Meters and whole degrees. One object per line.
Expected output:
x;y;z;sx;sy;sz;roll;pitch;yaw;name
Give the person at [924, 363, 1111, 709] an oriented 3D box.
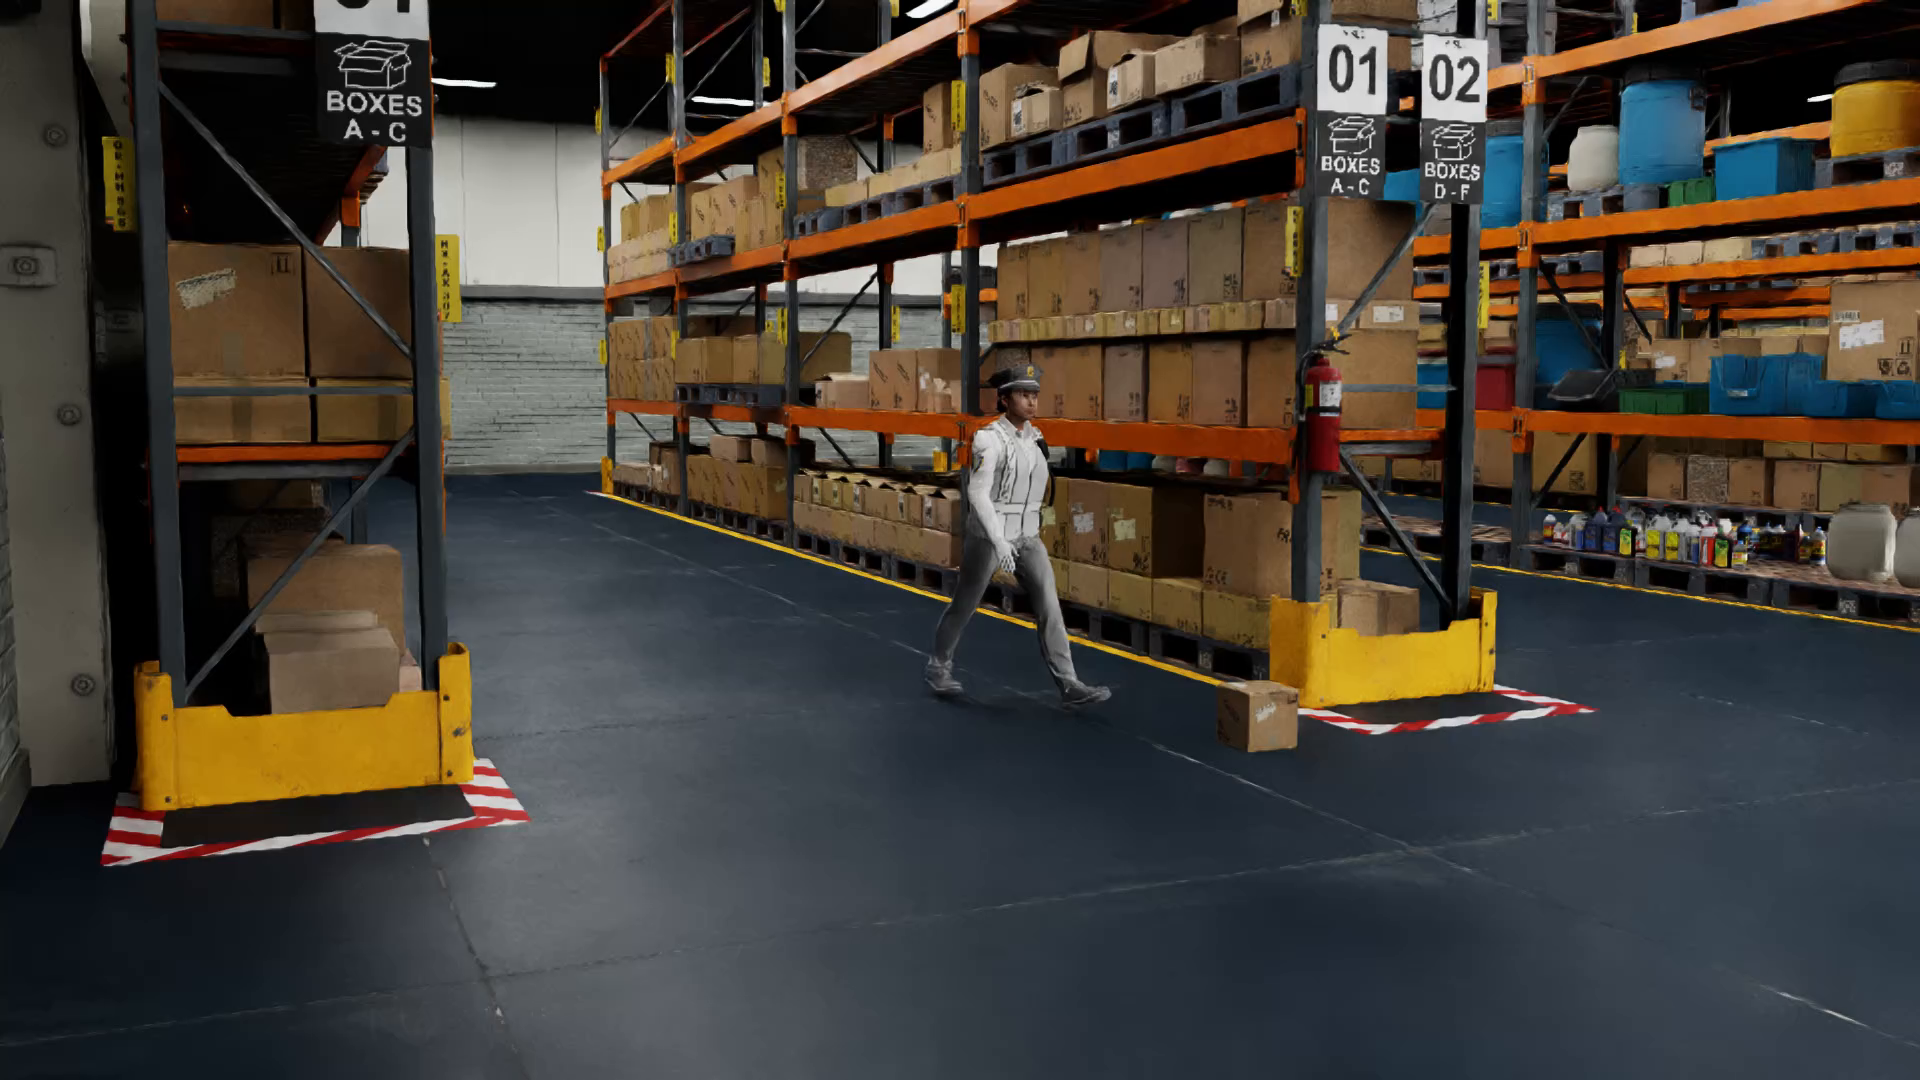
0.250;-0.026;7.828;0.563;1.601;1.082;-4;7;-39;person
